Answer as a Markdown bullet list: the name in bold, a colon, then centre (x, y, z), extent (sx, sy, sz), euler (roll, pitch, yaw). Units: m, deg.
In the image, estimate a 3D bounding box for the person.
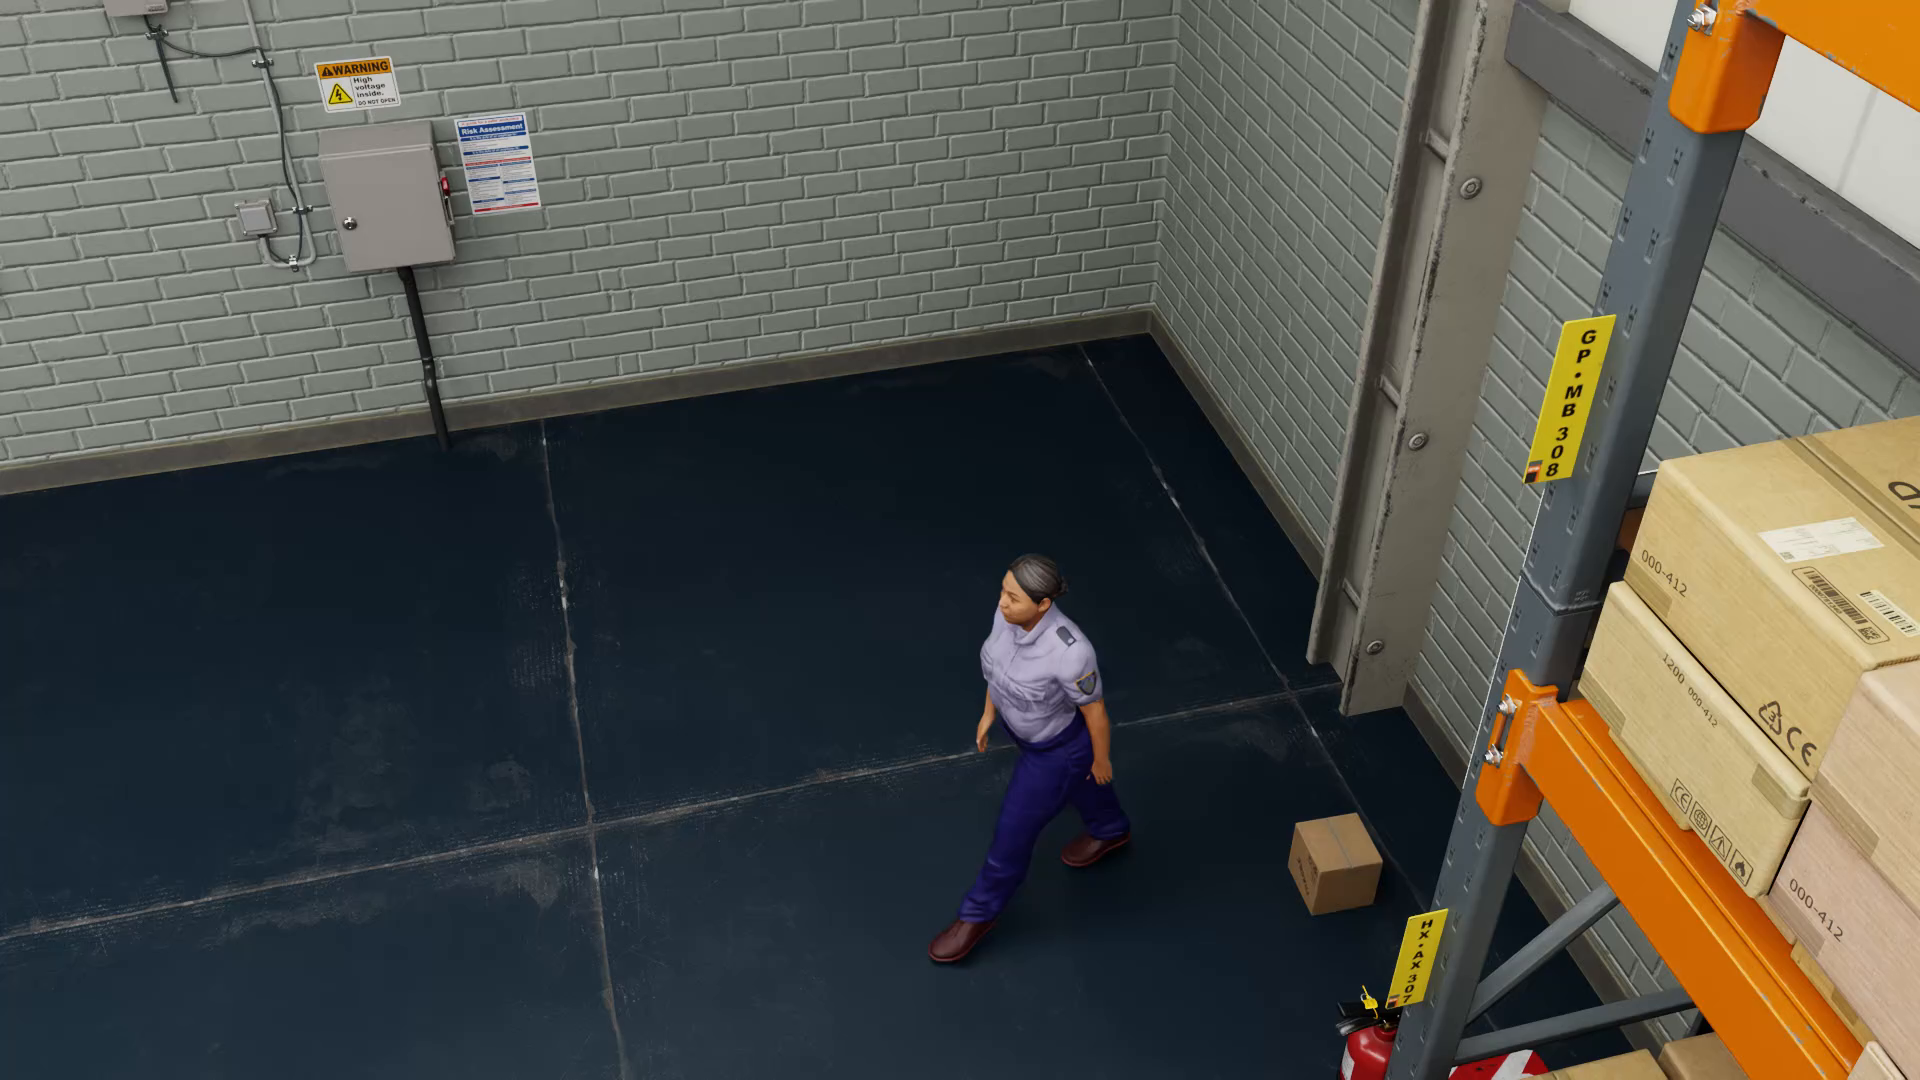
- **person**: centre (0.242, 0.681, 5.855), extent (0.947, 1.587, 0.484), euler (-16, 41, -19)
